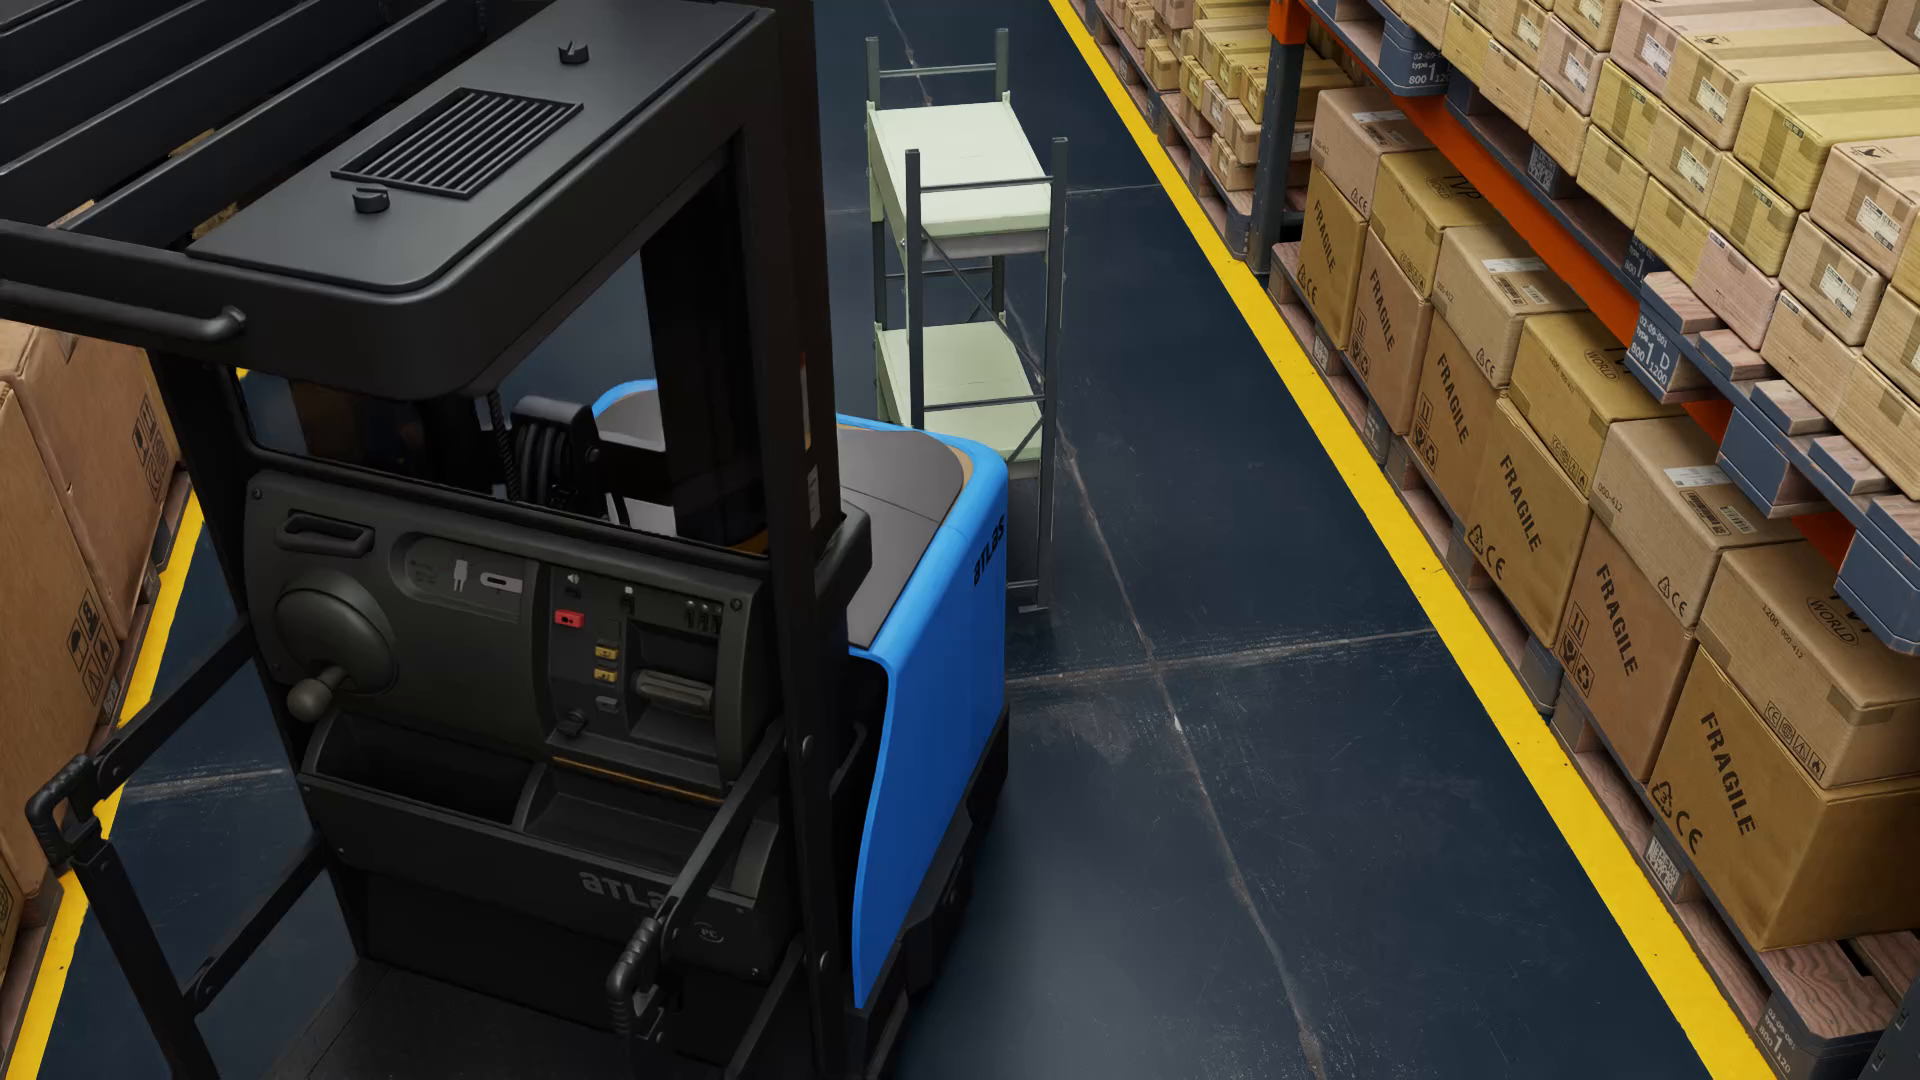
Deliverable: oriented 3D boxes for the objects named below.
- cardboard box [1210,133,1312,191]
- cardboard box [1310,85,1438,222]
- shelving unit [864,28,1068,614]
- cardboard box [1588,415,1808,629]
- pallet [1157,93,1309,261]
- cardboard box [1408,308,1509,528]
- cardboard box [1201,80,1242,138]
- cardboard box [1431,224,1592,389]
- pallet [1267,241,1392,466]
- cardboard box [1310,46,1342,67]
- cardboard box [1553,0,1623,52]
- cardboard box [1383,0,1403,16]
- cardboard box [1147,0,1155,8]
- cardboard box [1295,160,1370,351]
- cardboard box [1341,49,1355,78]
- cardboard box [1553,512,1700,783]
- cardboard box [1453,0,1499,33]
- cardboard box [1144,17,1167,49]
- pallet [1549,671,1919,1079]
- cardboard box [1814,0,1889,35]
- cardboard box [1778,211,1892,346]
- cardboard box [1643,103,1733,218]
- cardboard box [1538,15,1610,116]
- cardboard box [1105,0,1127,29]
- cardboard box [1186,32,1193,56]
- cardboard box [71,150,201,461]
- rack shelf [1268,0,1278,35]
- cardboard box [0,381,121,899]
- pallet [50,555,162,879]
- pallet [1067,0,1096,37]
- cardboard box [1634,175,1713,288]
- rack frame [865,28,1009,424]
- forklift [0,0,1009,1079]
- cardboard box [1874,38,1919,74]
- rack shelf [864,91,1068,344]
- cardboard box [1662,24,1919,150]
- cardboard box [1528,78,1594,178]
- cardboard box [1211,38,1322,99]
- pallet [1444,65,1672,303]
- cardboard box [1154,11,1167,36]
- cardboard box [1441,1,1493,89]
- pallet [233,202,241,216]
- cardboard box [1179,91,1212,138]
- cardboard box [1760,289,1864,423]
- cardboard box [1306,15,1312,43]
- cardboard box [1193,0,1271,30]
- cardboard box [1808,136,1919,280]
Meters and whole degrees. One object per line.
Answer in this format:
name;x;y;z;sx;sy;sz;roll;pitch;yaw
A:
cardboard box;1.244;-1.557;6.790;0.380;0.149;0.250;-6;38;-7
cardboard box;1.517;-1.317;5.584;0.500;0.250;0.500;-8;39;-10
shelving unit;0.001;-0.588;4.785;0.431;1.500;0.755;-6;38;-8
cardboard box;1.872;-0.064;3.972;0.500;0.250;0.500;-6;38;-7
pallet;1.495;-1.617;7.160;1.003;0.211;1.213;-6;38;-8
cardboard box;1.716;-0.386;4.997;0.500;0.500;0.500;-6;38;-7
cardboard box;1.220;-1.792;6.851;0.380;0.149;0.250;-8;39;-10
cardboard box;1.698;-0.687;4.773;0.500;0.250;0.500;-5;38;-6
pallet;1.786;-0.745;6.037;1.003;0.211;1.213;-6;38;-8
cardboard box;1.688;-2.014;7.136;0.380;0.149;0.250;-6;38;-8
cardboard box;1.587;-1.230;3.766;0.380;0.149;0.250;-4;38;-6
cardboard box;1.401;-1.626;4.760;0.380;0.149;0.250;-6;38;-7
cardboard box;1.028;-2.558;7.595;0.380;0.149;0.250;-8;38;-10
cardboard box;1.516;-1.020;5.814;0.500;0.500;0.500;-5;38;-6
cardboard box;1.801;-1.995;6.869;0.380;0.149;0.250;-4;38;-6
cardboard box;1.889;0.237;4.195;0.500;0.500;0.500;-5;38;-6
cardboard box;1.499;-1.421;4.255;0.380;0.149;0.250;-7;38;-9
cardboard box;1.082;-2.347;7.807;0.380;0.149;0.250;-6;38;-7
pallet;2.213;0.728;4.140;1.003;0.211;1.213;-6;38;-8
cardboard box;2.227;-1.296;3.851;0.380;0.149;0.250;-5;38;-7
cardboard box;1.766;-0.495;3.062;0.380;0.149;0.250;-5;38;-6
cardboard box;1.674;-0.805;3.461;0.380;0.149;0.250;-6;38;-8
cardboard box;1.586;-1.113;3.858;0.380;0.149;0.250;-5;38;-7
cardboard box;0.933;-2.653;8.202;0.380;0.149;0.250;-8;39;-10
cardboard box;1.208;-2.114;7.265;0.380;0.149;0.250;-6;38;-8
cardboard box;-3.121;-0.787;5.207;1.225;0.875;0.875;-6;38;-8
rack shelf;1.297;-3.241;7.563;1.077;0.370;4.000;-6;38;-8
cardboard box;-2.801;0.287;3.825;1.225;0.875;0.875;-6;38;-8
pallet;-2.826;0.453;4.494;1.003;0.211;1.213;-6;38;-8
pallet;1.067;-3.091;9.057;1.003;0.211;1.213;-6;38;-8
cardboard box;1.683;-0.672;3.533;0.380;0.149;0.250;-7;38;-9
rack frame;-0.063;-0.809;5.069;0.400;1.500;0.023;-6;38;-8
forklift;-0.836;0.232;2.562;1.130;2.935;3.031;12;39;15
cardboard box;2.275;-1.026;3.745;0.380;0.149;0.250;-6;38;-8
rack shelf;0.001;-0.896;4.545;0.431;0.370;0.720;-6;38;-8
cardboard box;1.674;-0.920;3.367;0.380;0.149;0.250;-5;38;-7
cardboard box;1.590;-0.991;3.943;0.380;0.149;0.250;-5;38;-7
cardboard box;1.245;-1.929;6.784;0.380;0.149;0.250;-6;38;-7
pallet;1.962;-1.016;4.269;1.003;0.211;1.213;-6;38;-8
cardboard box;1.117;-2.430;7.672;0.380;0.149;0.250;-8;39;-10
cardboard box;1.498;-1.308;4.351;0.380;0.149;0.250;-7;38;-9
pallet;-3.309;-1.211;6.636;1.003;0.211;1.213;-6;38;-8
cardboard box;1.170;-1.875;7.201;0.380;0.149;0.250;-7;38;-9
cardboard box;1.768;-0.366;3.138;0.380;0.149;0.250;-6;38;-8
cardboard box;1.640;-2.297;7.258;0.380;0.149;0.250;-7;38;-9
cardboard box;1.226;-2.243;7.189;0.380;0.149;0.250;-5;38;-6
cardboard box;1.770;-0.601;2.956;0.380;0.149;0.250;-7;38;-9
